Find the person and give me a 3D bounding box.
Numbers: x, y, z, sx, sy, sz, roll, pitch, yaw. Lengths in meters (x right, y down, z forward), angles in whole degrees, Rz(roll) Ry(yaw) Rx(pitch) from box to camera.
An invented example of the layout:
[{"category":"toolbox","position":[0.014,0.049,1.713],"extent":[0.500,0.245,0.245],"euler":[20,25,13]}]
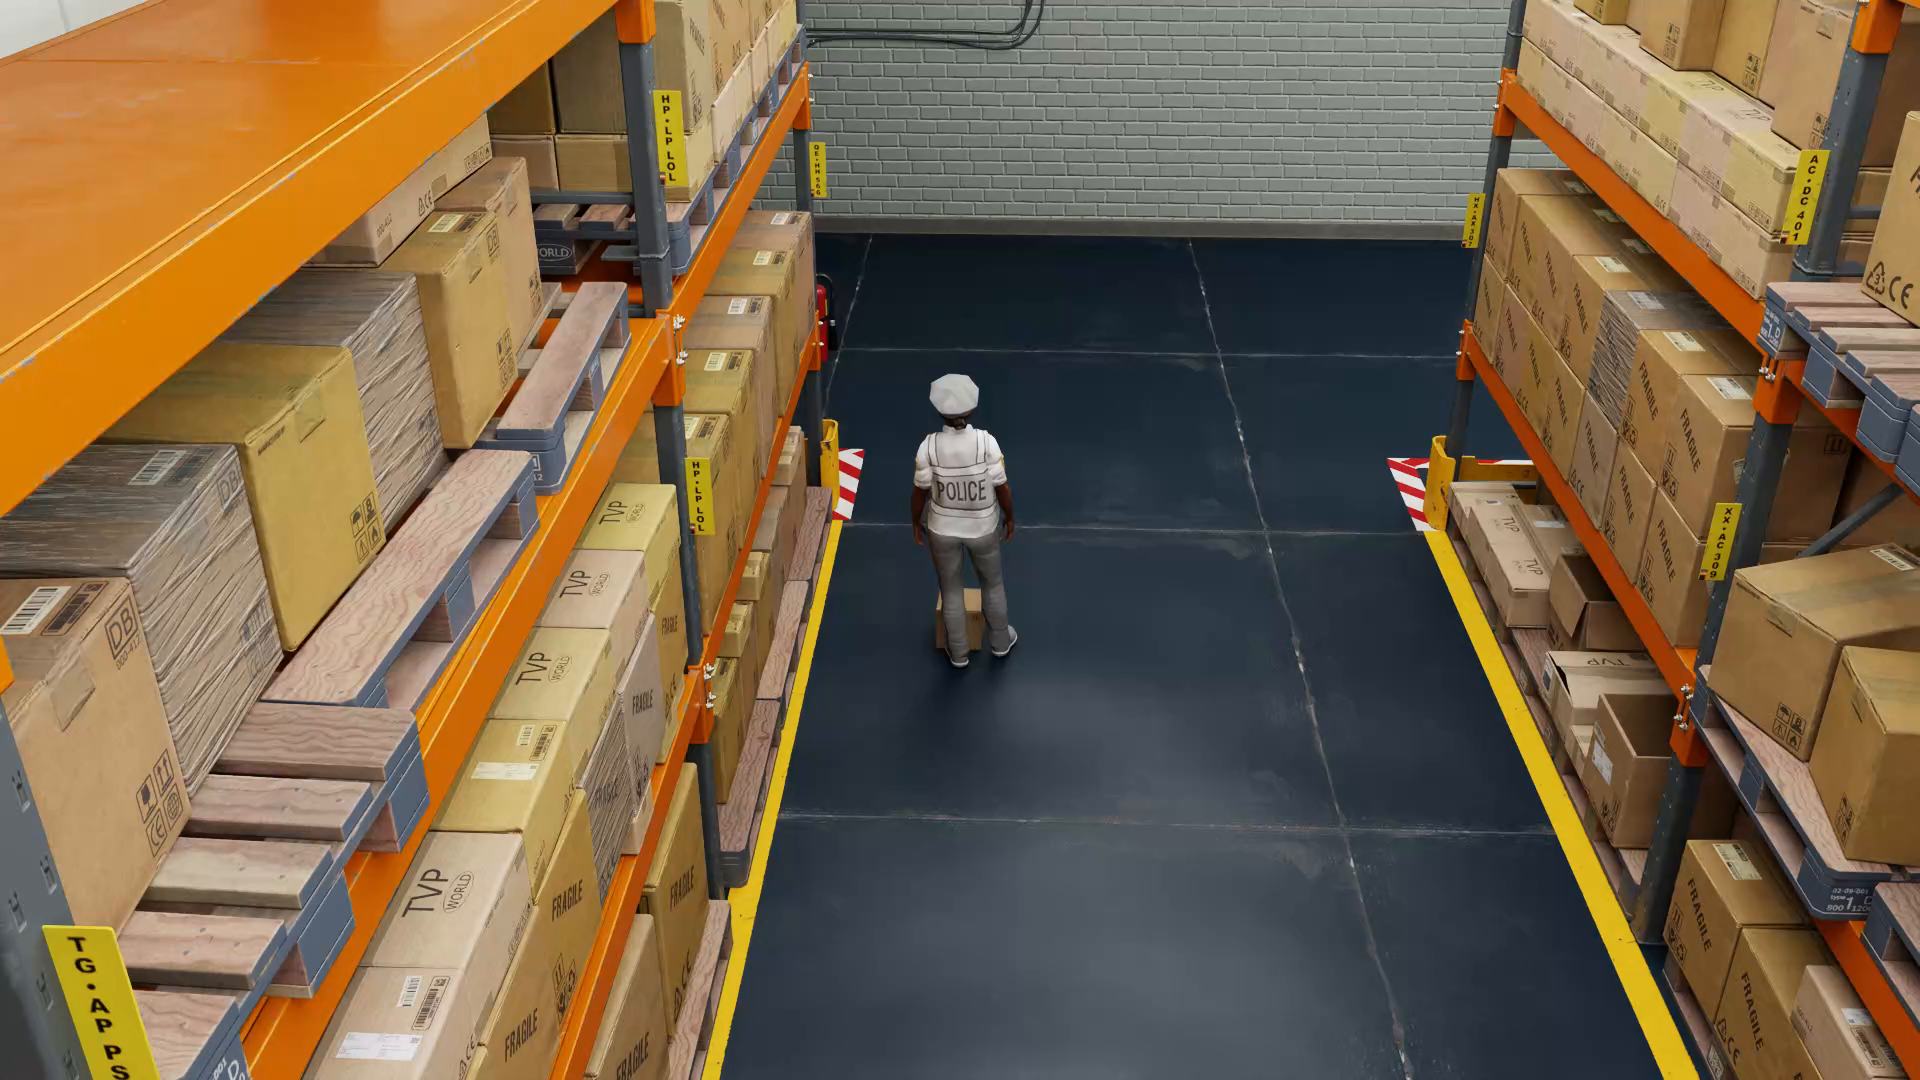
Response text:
[{"category":"person","position":[0.030,-0.108,8.768],"extent":[0.570,1.697,0.528],"euler":[1,28,1]}]
